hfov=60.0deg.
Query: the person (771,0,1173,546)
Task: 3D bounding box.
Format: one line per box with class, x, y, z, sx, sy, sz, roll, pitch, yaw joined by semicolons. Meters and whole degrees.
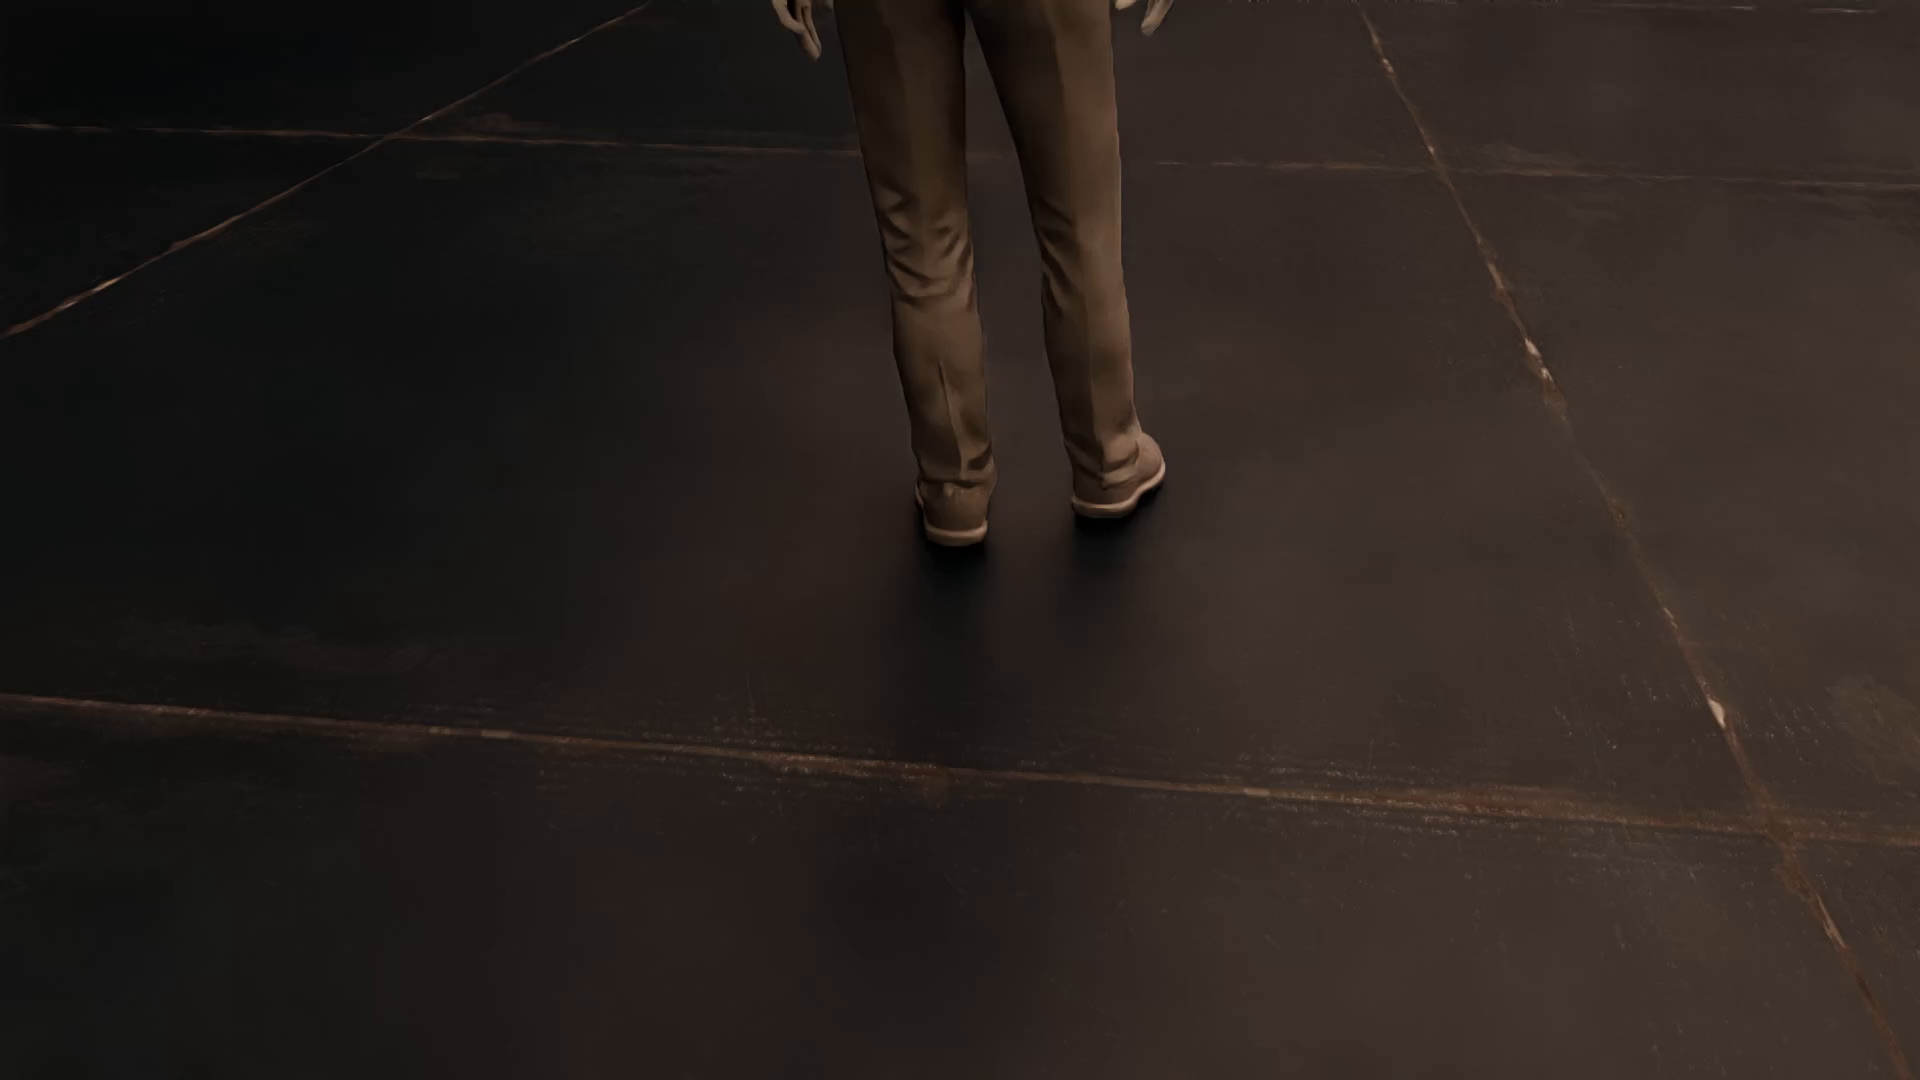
person;0.016;-0.794;2.178;0.586;1.695;0.533;3;27;7
